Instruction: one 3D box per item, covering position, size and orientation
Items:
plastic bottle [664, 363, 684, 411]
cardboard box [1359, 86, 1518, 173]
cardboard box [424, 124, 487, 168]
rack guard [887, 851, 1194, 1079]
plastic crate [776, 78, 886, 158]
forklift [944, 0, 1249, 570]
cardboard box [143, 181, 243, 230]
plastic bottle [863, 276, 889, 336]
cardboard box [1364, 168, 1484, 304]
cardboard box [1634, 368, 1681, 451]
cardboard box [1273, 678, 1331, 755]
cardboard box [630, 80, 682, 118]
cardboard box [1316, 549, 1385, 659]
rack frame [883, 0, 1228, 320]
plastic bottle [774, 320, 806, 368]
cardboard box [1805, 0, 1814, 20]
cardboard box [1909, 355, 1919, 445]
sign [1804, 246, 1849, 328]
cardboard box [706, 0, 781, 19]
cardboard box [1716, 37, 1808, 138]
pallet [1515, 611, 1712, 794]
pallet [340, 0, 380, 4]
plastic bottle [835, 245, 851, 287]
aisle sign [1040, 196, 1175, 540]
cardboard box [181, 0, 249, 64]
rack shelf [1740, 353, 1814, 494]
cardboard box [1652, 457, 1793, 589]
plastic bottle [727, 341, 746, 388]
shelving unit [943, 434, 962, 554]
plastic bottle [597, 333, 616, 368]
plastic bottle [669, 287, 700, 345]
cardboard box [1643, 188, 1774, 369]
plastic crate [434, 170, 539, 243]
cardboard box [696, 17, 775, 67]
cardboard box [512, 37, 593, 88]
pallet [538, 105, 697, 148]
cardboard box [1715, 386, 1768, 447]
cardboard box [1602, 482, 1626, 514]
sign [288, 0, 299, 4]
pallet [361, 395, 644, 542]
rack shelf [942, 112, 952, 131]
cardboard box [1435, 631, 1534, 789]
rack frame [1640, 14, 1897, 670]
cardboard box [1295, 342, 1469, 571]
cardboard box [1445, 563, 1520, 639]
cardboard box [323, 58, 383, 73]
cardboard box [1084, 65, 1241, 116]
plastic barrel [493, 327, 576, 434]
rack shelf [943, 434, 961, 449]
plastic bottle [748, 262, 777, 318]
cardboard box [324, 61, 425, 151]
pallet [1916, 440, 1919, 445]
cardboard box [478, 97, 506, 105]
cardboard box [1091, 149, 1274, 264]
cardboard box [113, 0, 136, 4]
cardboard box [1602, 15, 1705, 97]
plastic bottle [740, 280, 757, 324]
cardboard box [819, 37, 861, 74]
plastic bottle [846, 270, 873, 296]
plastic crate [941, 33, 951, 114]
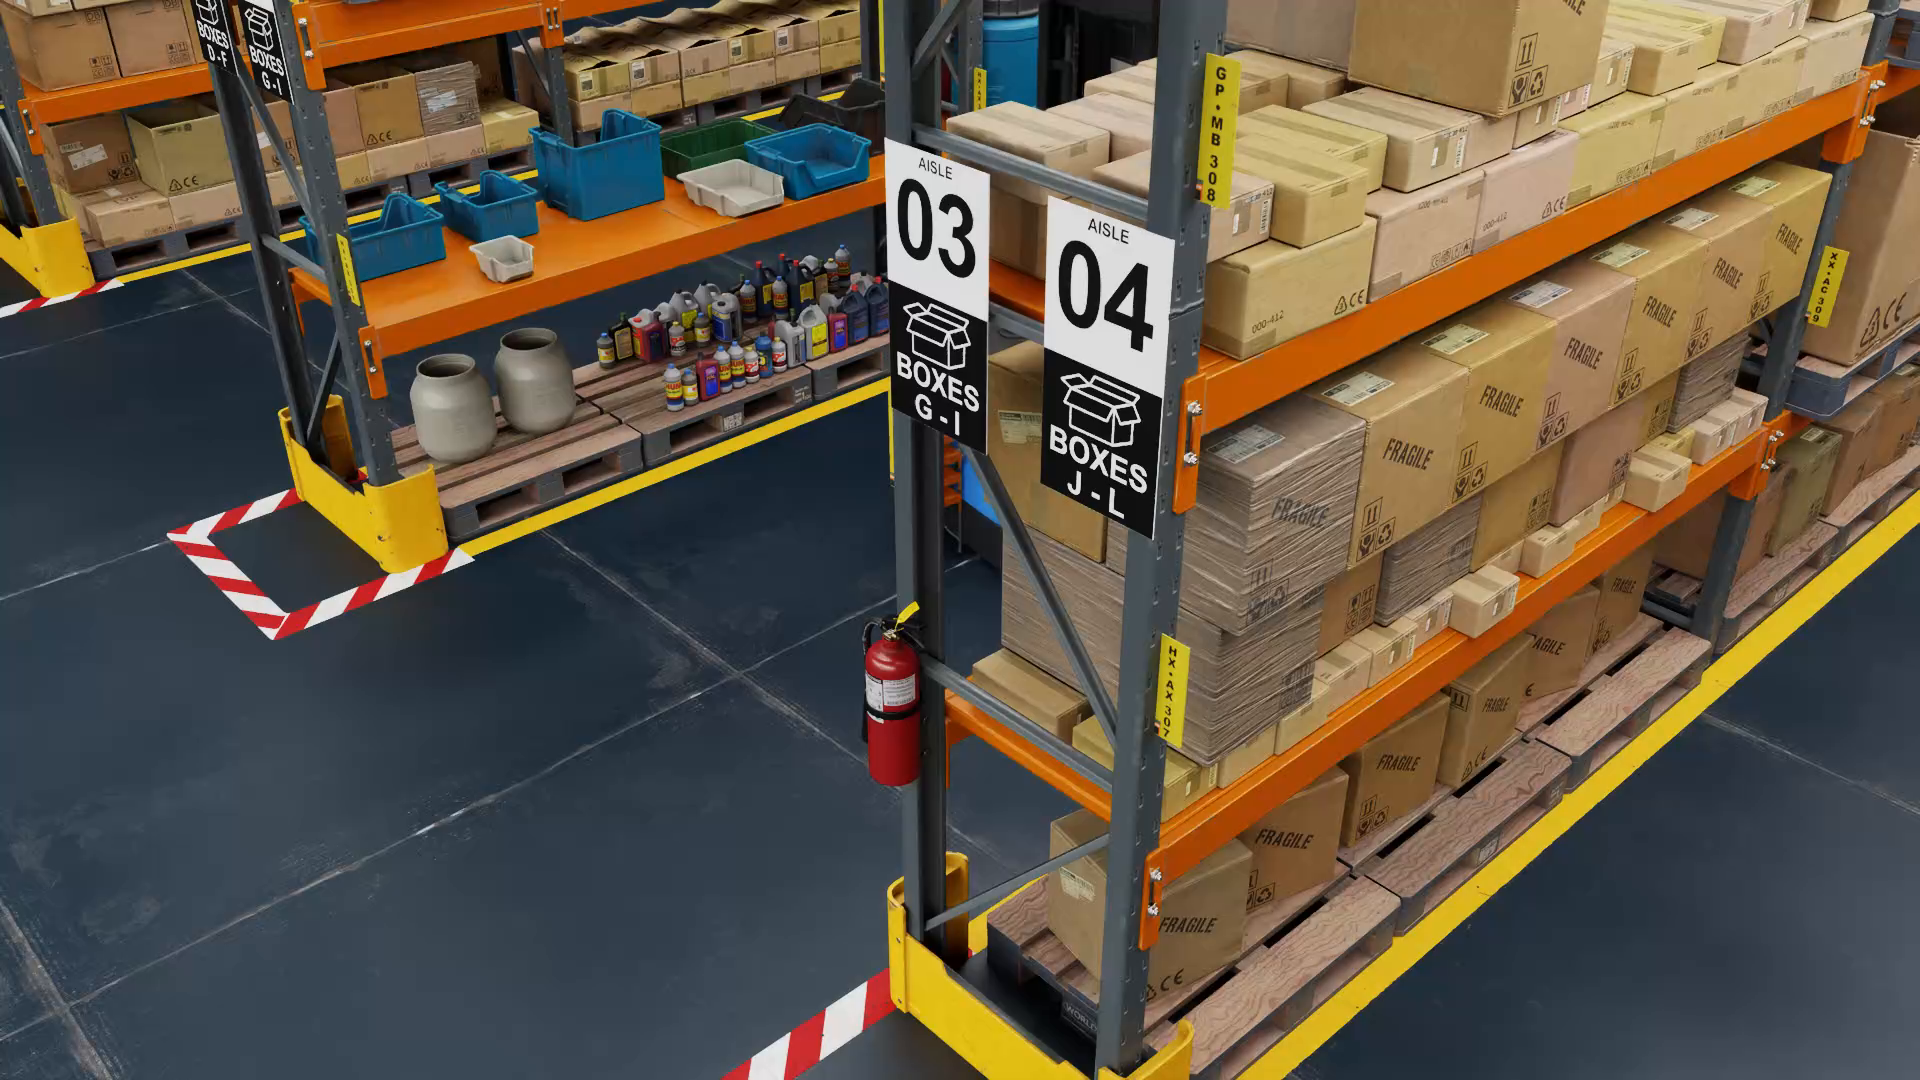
[{"bbox_3d":[-1.639,-0.881,9.509,0.097,0.271,0.097,0,31,0],"label":"plastic bottle"},{"bbox_3d":[1.333,-1.180,4.690,0.250,0.149,0.380,-26,40,-36],"label":"cardboard box"},{"bbox_3d":[-4.177,-3.233,13.395,0.500,0.250,0.500,-26,40,-35],"label":"cardboard box"},{"bbox_3d":[0.243,1.601,5.653,0.348,0.500,1.175,-26,40,-35],"label":"rack guard"},{"bbox_3d":[-0.717,-2.589,10.168,0.504,0.338,0.767,-26,40,-35],"label":"plastic crate"},{"bbox_3d":[1.193,-1.678,8.685,3.031,2.935,1.130,-20,37,-29],"label":"forklift"},{"bbox_3d":[-5.636,-2.520,12.229,0.500,0.250,0.500,-26,40,-35],"label":"cardboard box"},{"bbox_3d":[-0.523,-1.471,10.398,0.185,0.351,0.144,-27,41,-37],"label":"plastic bottle"},{"bbox_3d":[1.091,-0.912,4.634,0.500,0.250,0.500,-27,40,-36],"label":"cardboard box"},{"bbox_3d":[2.358,-0.727,6.683,0.500,0.500,0.875,-26,40,-35],"label":"cardboard box"},{"bbox_3d":[0.949,0.494,5.307,0.250,0.149,0.380,-26,40,-35],"label":"cardboard box"},{"bbox_3d":[-2.772,-3.884,14.459,0.500,0.250,0.500,-25,39,-34],"label":"cardboard box"},{"bbox_3d":[0.895,-0.016,5.520,0.500,0.500,0.875,-26,40,-35],"label":"cardboard box"},{"bbox_3d":[0.188,-1.998,3.392,0.127,3.000,1.000,-26,40,-35],"label":"rack frame"},{"bbox_3d":[-1.022,-1.201,10.027,0.135,0.276,0.152,-25,39,-35],"label":"plastic bottle"},{"bbox_3d":[2.821,-1.958,5.963,0.250,0.149,0.380,-25,40,-35],"label":"cardboard box"},{"bbox_3d":[5.178,-0.951,9.404,0.700,0.500,0.500,25,40,35],"label":"cardboard box"},{"bbox_3d":[3.495,-1.022,6.717,0.005,0.325,0.100,-26,40,-35],"label":"sign"},{"bbox_3d":[-2.018,-4.870,15.534,0.500,0.311,0.500,-27,41,-37],"label":"cardboard box"},{"bbox_3d":[2.574,-1.631,5.810,0.500,0.250,0.500,-25,39,-34],"label":"cardboard box"},{"bbox_3d":[2.652,0.584,7.593,1.213,0.211,1.003,-26,40,-35],"label":"pallet"},{"bbox_3d":[-2.507,-2.789,7.741,1.213,0.211,1.003,-26,40,-35],"label":"pallet"},{"bbox_3d":[-0.778,-1.831,11.062,0.097,0.271,0.097,0,31,0],"label":"plastic bottle"},{"bbox_3d":[0.346,-0.411,4.055,0.004,0.787,0.394,-26,40,-35],"label":"aisle sign"},{"bbox_3d":[-5.444,-3.795,11.985,0.500,0.500,0.700,-26,40,-35],"label":"cardboard box"},{"bbox_3d":[4.587,-1.260,8.625,4.000,0.370,1.077,-26,40,-35],"label":"rack shelf"},{"bbox_3d":[3.586,-0.189,8.157,0.700,0.500,0.500,26,40,35],"label":"cardboard box"},{"bbox_3d":[-1.314,-1.038,9.766,0.097,0.271,0.097,0,31,0],"label":"plastic bottle"},{"bbox_3d":[-0.137,-0.463,8.356,0.189,1.200,0.258,-20,37,-29],"label":"shelving unit"},{"bbox_3d":[-2.131,-1.147,10.010,0.097,0.201,0.097,0,31,0],"label":"plastic bottle"},{"bbox_3d":[-1.707,-1.399,10.280,0.185,0.351,0.144,-24,39,-34],"label":"plastic bottle"},{"bbox_3d":[2.612,-1.011,6.189,0.500,0.500,0.500,-26,40,-35],"label":"cardboard box"},{"bbox_3d":[-2.536,-1.790,8.945,0.408,0.251,0.499,-26,40,-35],"label":"plastic crate"},{"bbox_3d":[-2.013,-4.491,14.915,0.500,0.311,0.500,-25,39,-34],"label":"cardboard box"},{"bbox_3d":[-3.510,-4.147,14.353,0.500,0.311,0.500,-26,40,-35],"label":"cardboard box"},{"bbox_3d":[-3.098,-3.735,14.656,1.213,0.211,1.003,-26,40,-35],"label":"pallet"},{"bbox_3d":[3.163,-0.562,7.034,0.250,0.149,0.380,-26,40,-35],"label":"cardboard box"},{"bbox_3d":[2.369,-0.242,6.511,0.250,0.149,0.380,-26,40,-35],"label":"cardboard box"},{"bbox_3d":[-2.809,-2.405,6.924,0.005,0.325,0.100,-26,40,-35],"label":"sign"},{"bbox_3d":[-2.557,-0.475,9.324,1.213,0.211,1.003,-26,40,-35],"label":"pallet"},{"bbox_3d":[1.220,-3.155,11.724,4.000,0.370,1.077,-26,40,-35],"label":"rack shelf"},{"bbox_3d":[1.984,0.612,6.867,0.500,0.500,0.500,25,39,35],"label":"cardboard box"},{"bbox_3d":[3.121,-0.858,7.277,0.127,3.000,1.000,-26,40,-35],"label":"rack frame"},{"bbox_3d":[1.148,-0.301,5.027,0.500,0.500,0.500,-26,40,-35],"label":"cardboard box"},{"bbox_3d":[1.725,0.163,5.848,0.250,0.149,0.380,-26,40,-35],"label":"cardboard box"},{"bbox_3d":[-4.898,-3.575,13.236,0.500,0.500,0.500,-26,40,-35],"label":"cardboard box"},{"bbox_3d":[0.576,-1.229,4.771,0.380,0.149,0.250,27,41,37],"label":"cardboard box"},{"bbox_3d":[-2.382,-0.892,9.315,0.421,0.512,0.421,0,31,0],"label":"plastic barrel"},{"bbox_3d":[-0.137,-0.527,8.317,0.180,0.103,0.258,-20,37,-29],"label":"rack shelf"},{"bbox_3d":[-1.259,-1.615,10.634,0.144,0.351,0.185,27,41,37],"label":"plastic bottle"},{"bbox_3d":[-4.542,-3.375,12.908,0.500,0.500,0.500,-26,40,-35],"label":"cardboard box"},{"bbox_3d":[5.480,-0.810,9.873,1.213,0.211,1.003,-26,40,-35],"label":"pallet"},{"bbox_3d":[-4.158,-3.606,14.005,0.500,0.250,0.500,-26,40,-35],"label":"cardboard box"},{"bbox_3d":[0.547,-0.834,4.125,0.250,0.149,0.380,-26,40,-36],"label":"cardboard box"},{"bbox_3d":[-5.735,-3.789,11.353,0.250,0.149,0.380,-26,40,-35],"label":"cardboard box"},{"bbox_3d":[2.116,-1.548,5.293,0.250,0.149,0.380,-24,39,-33],"label":"cardboard box"},{"bbox_3d":[-1.342,-1.515,10.546,0.097,0.271,0.097,0,31,0],"label":"plastic bottle"},{"bbox_3d":[-1.274,-4.609,15.646,0.500,0.250,0.500,-26,40,-36],"label":"cardboard box"},{"bbox_3d":[-0.621,-1.526,10.488,0.185,0.351,0.144,-26,40,-35],"label":"plastic bottle"},{"bbox_3d":[-0.100,-3.069,10.832,0.583,0.464,0.402,-26,40,-35],"label":"plastic crate"}]
